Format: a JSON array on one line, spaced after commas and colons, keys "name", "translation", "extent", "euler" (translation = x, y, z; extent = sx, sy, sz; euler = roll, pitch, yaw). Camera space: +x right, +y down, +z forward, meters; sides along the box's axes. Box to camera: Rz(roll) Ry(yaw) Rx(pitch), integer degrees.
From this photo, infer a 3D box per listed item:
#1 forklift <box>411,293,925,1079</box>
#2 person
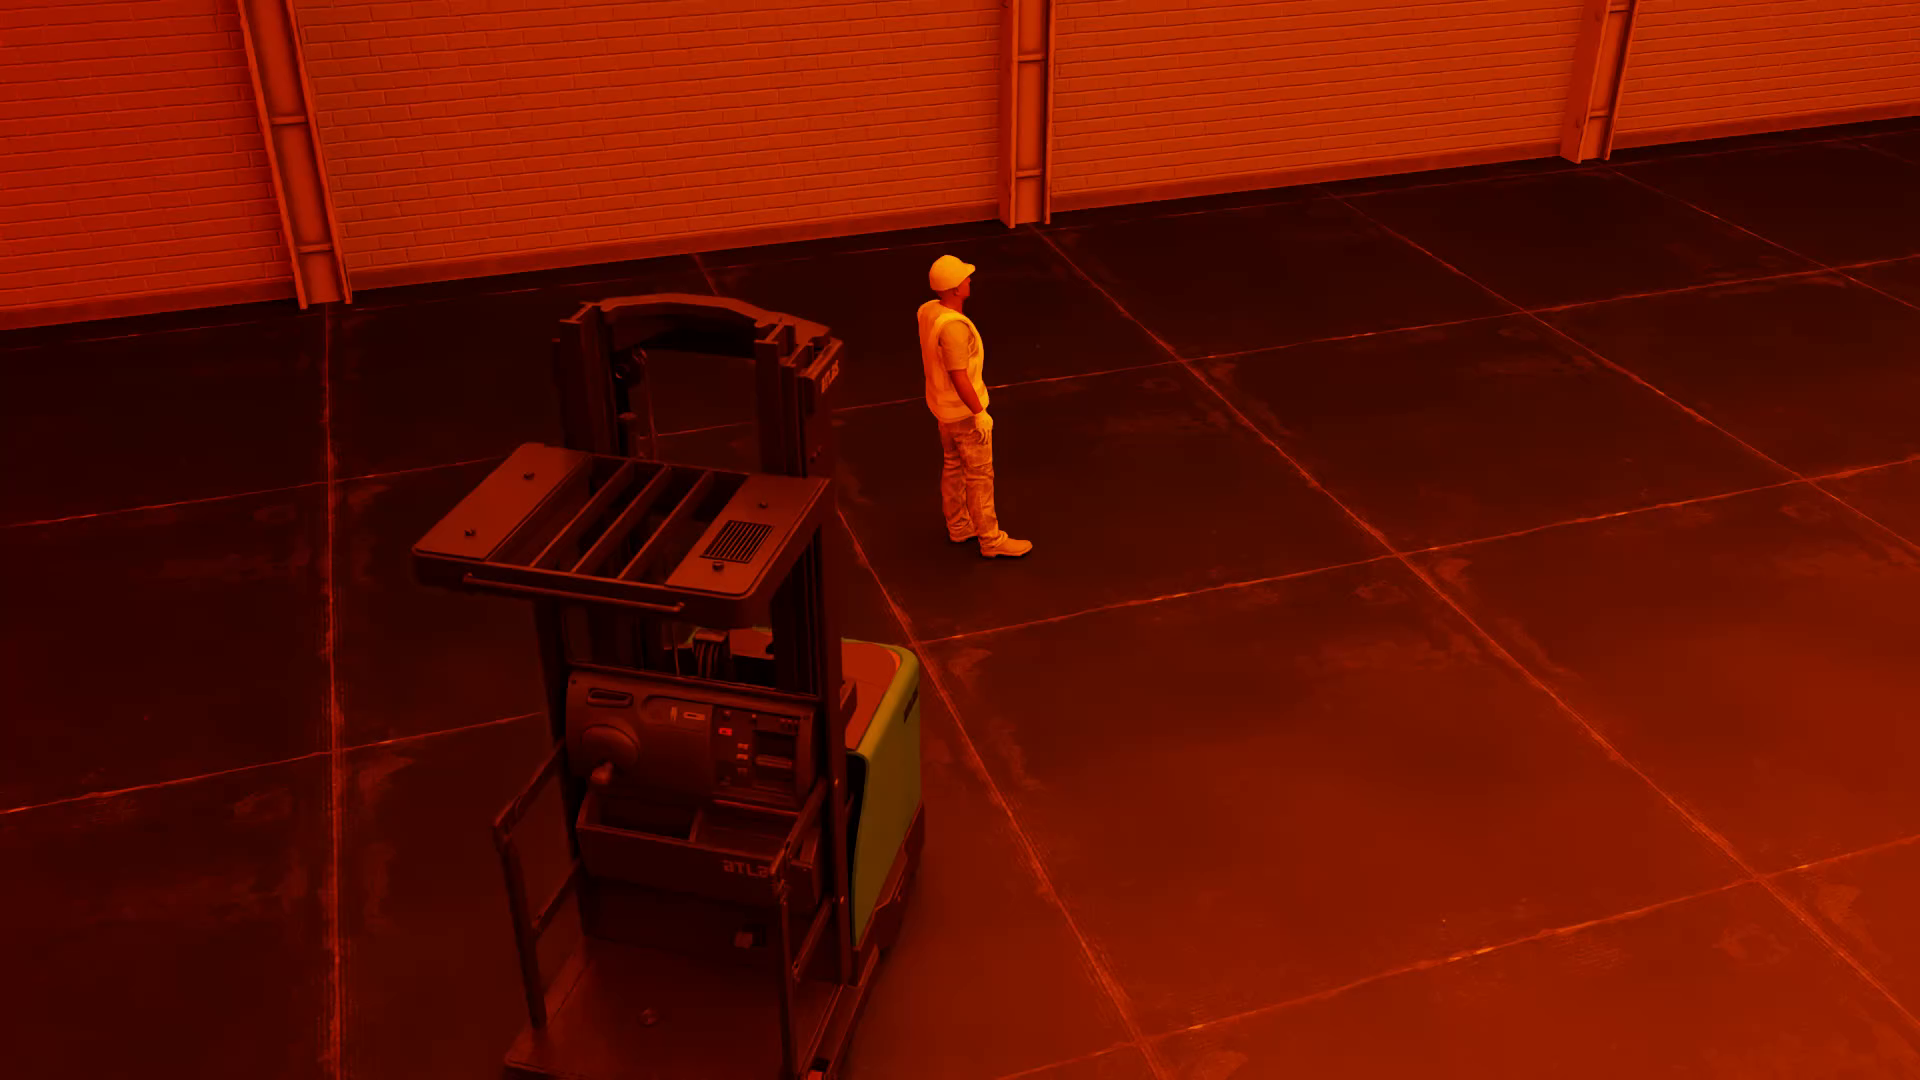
[{"name": "forklift", "translation": [-1.019, 0.771, 5.746], "extent": [1.130, 2.935, 3.031], "euler": [7, 31, 12]}, {"name": "person", "translation": [0.072, -0.787, 9.591], "extent": [0.574, 1.785, 0.657], "euler": [-10, 31, -16]}]
